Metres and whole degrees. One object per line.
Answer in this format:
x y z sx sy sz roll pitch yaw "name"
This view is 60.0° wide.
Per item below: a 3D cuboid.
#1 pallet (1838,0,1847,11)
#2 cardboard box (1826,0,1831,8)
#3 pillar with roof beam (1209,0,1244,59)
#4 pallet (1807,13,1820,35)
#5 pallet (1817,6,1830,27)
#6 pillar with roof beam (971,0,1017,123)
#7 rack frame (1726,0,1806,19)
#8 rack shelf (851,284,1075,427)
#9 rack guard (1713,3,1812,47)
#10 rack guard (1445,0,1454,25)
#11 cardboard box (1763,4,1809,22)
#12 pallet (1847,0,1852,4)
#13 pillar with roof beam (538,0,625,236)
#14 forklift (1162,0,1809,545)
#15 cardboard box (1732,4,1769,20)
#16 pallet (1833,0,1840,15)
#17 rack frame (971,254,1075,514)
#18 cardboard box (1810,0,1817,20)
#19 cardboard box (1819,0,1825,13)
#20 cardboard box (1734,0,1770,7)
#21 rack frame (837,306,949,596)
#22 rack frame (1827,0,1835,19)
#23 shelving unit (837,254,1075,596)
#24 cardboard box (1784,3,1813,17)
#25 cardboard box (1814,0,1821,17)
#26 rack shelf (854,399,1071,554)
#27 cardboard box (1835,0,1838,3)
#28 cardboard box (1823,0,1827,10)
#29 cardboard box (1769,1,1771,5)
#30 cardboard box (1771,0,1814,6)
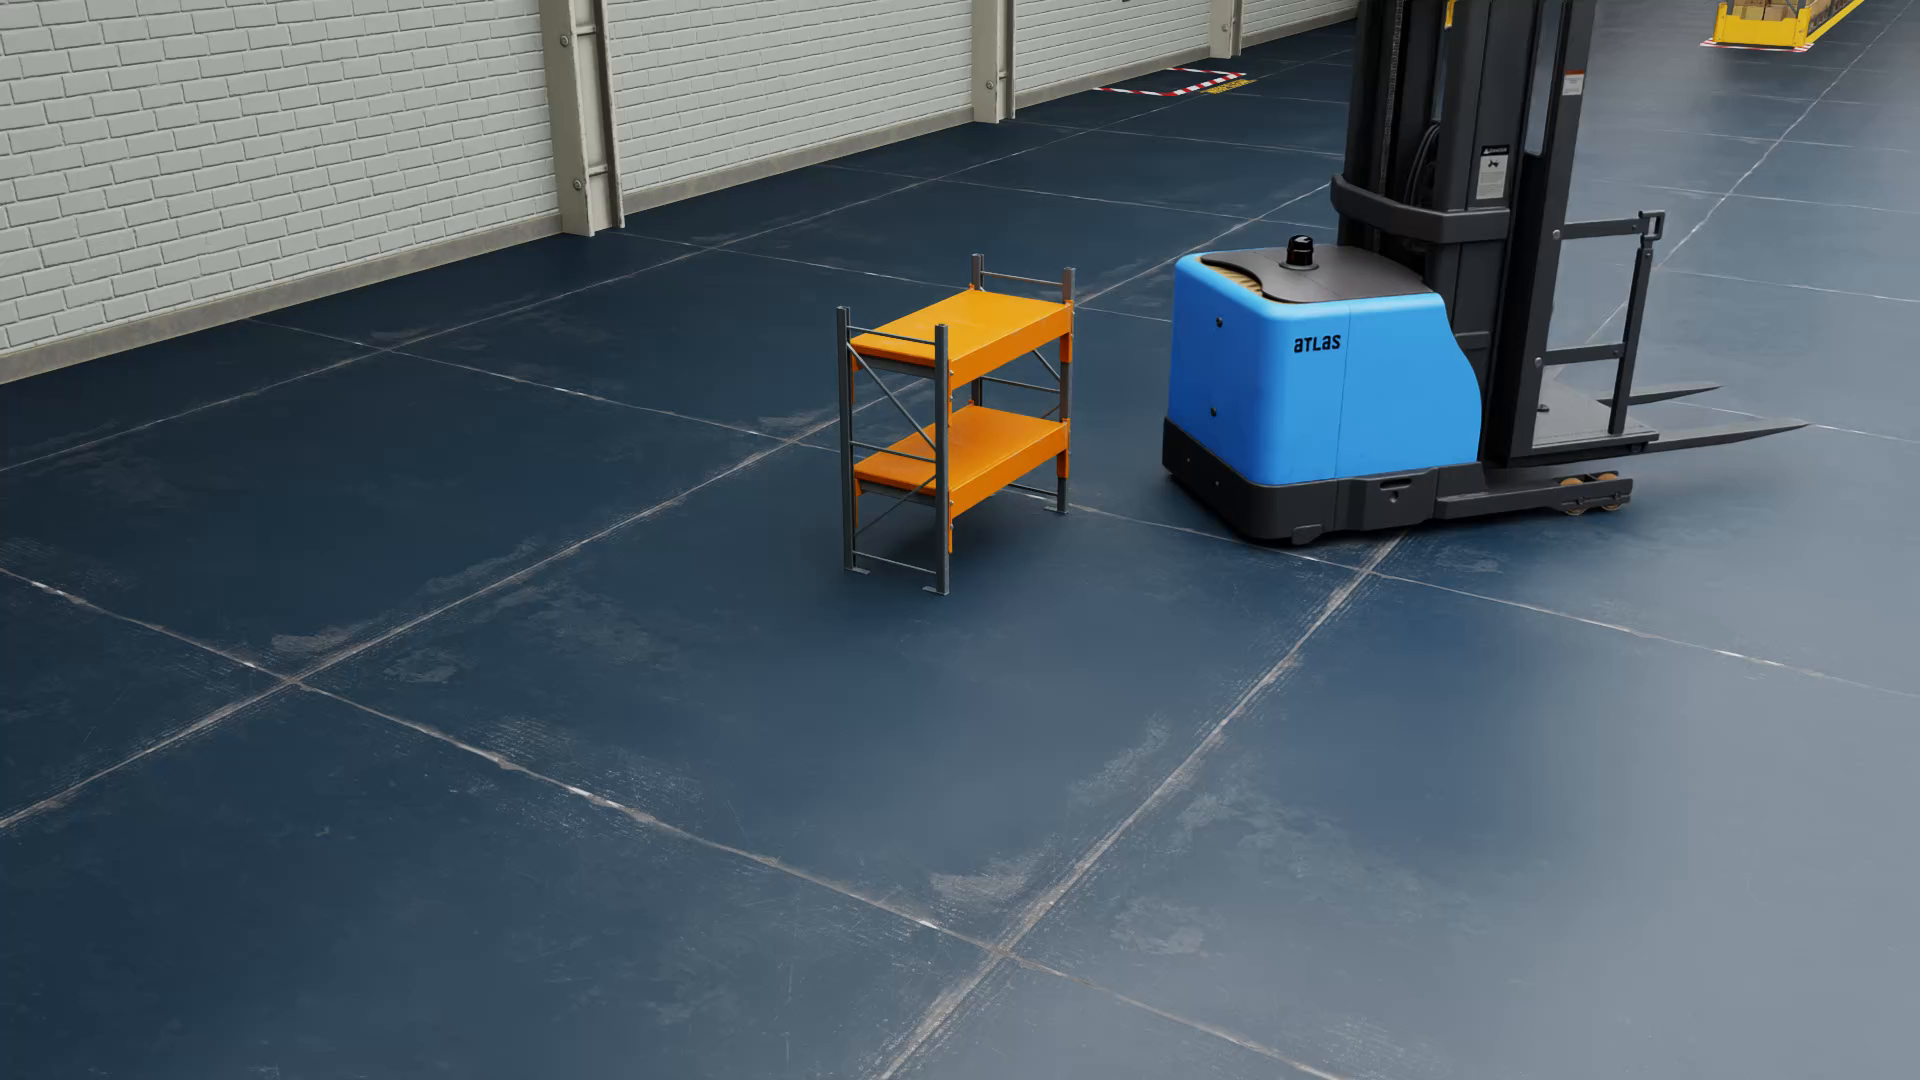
14.362 -9.124 28.061 1.003 0.211 1.213 14 27 29 "pallet"
13.305 -8.462 25.954 0.500 0.250 0.500 14 27 29 "cardboard box"
7.170 -9.664 18.246 9.100 9.000 0.400 14 27 29 "pillar with roof beam"
12.266 -7.781 24.958 1.003 0.211 1.213 14 27 29 "pallet"
12.909 -8.194 25.913 1.003 0.211 1.213 14 27 29 "pallet"
4.005 -7.639 13.568 9.100 9.000 0.400 14 27 29 "pillar with roof beam"
11.254 -8.384 22.840 1.000 3.000 0.127 14 27 29 "rack frame"
0.004 -0.787 6.916 0.538 0.278 1.000 14 27 29 "rack shelf"
11.241 -7.228 23.318 1.175 0.500 0.348 14 27 29 "rack guard"
7.084 -8.299 25.791 1.175 0.500 0.348 14 27 29 "rack guard"
11.726 -7.449 23.614 0.500 0.250 0.500 14 27 29 "cardboard box"
15.007 -9.534 29.009 1.003 0.211 1.213 14 27 29 "pallet"
0.840 -5.614 8.891 9.100 9.000 0.400 14 27 29 "pillar with roof beam"
2.535 -1.648 7.367 3.031 2.935 1.130 -7 24 -16 "forklift"
11.286 -7.557 23.864 0.500 0.250 0.500 14 27 29 "cardboard box"
13.719 -8.711 27.106 1.003 0.211 1.213 14 27 29 "pallet"
0.272 -0.690 7.428 0.500 1.125 0.032 14 27 29 "rack frame"
12.251 -7.787 24.395 0.500 0.250 0.500 14 27 29 "cardboard box"
12.782 -8.124 25.172 0.500 0.250 0.500 14 27 29 "cardboard box"
11.284 -7.902 23.716 0.500 0.500 0.500 14 27 29 "cardboard box"
-0.265 -0.347 6.635 0.500 1.125 0.032 14 27 29 "rack frame"
13.364 -9.734 25.959 1.000 3.000 0.127 14 27 29 "rack frame"
0.004 -0.518 7.032 0.538 1.125 1.048 14 27 29 "shelving unit"
11.986 -7.618 24.005 0.500 0.250 0.500 14 27 29 "cardboard box"
12.518 -7.955 24.782 0.500 0.250 0.500 14 27 29 "cardboard box"
0.004 -0.294 7.129 0.538 0.278 1.000 14 27 29 "rack shelf"
13.787 -8.749 26.616 0.500 0.250 0.500 13 27 28 "cardboard box"
13.033 -8.296 25.569 0.500 0.250 0.500 14 27 29 "cardboard box"
11.539 -7.729 24.260 0.500 0.250 0.500 14 27 29 "cardboard box"
11.988 -7.962 23.855 0.500 0.500 0.500 14 27 29 "cardboard box"
